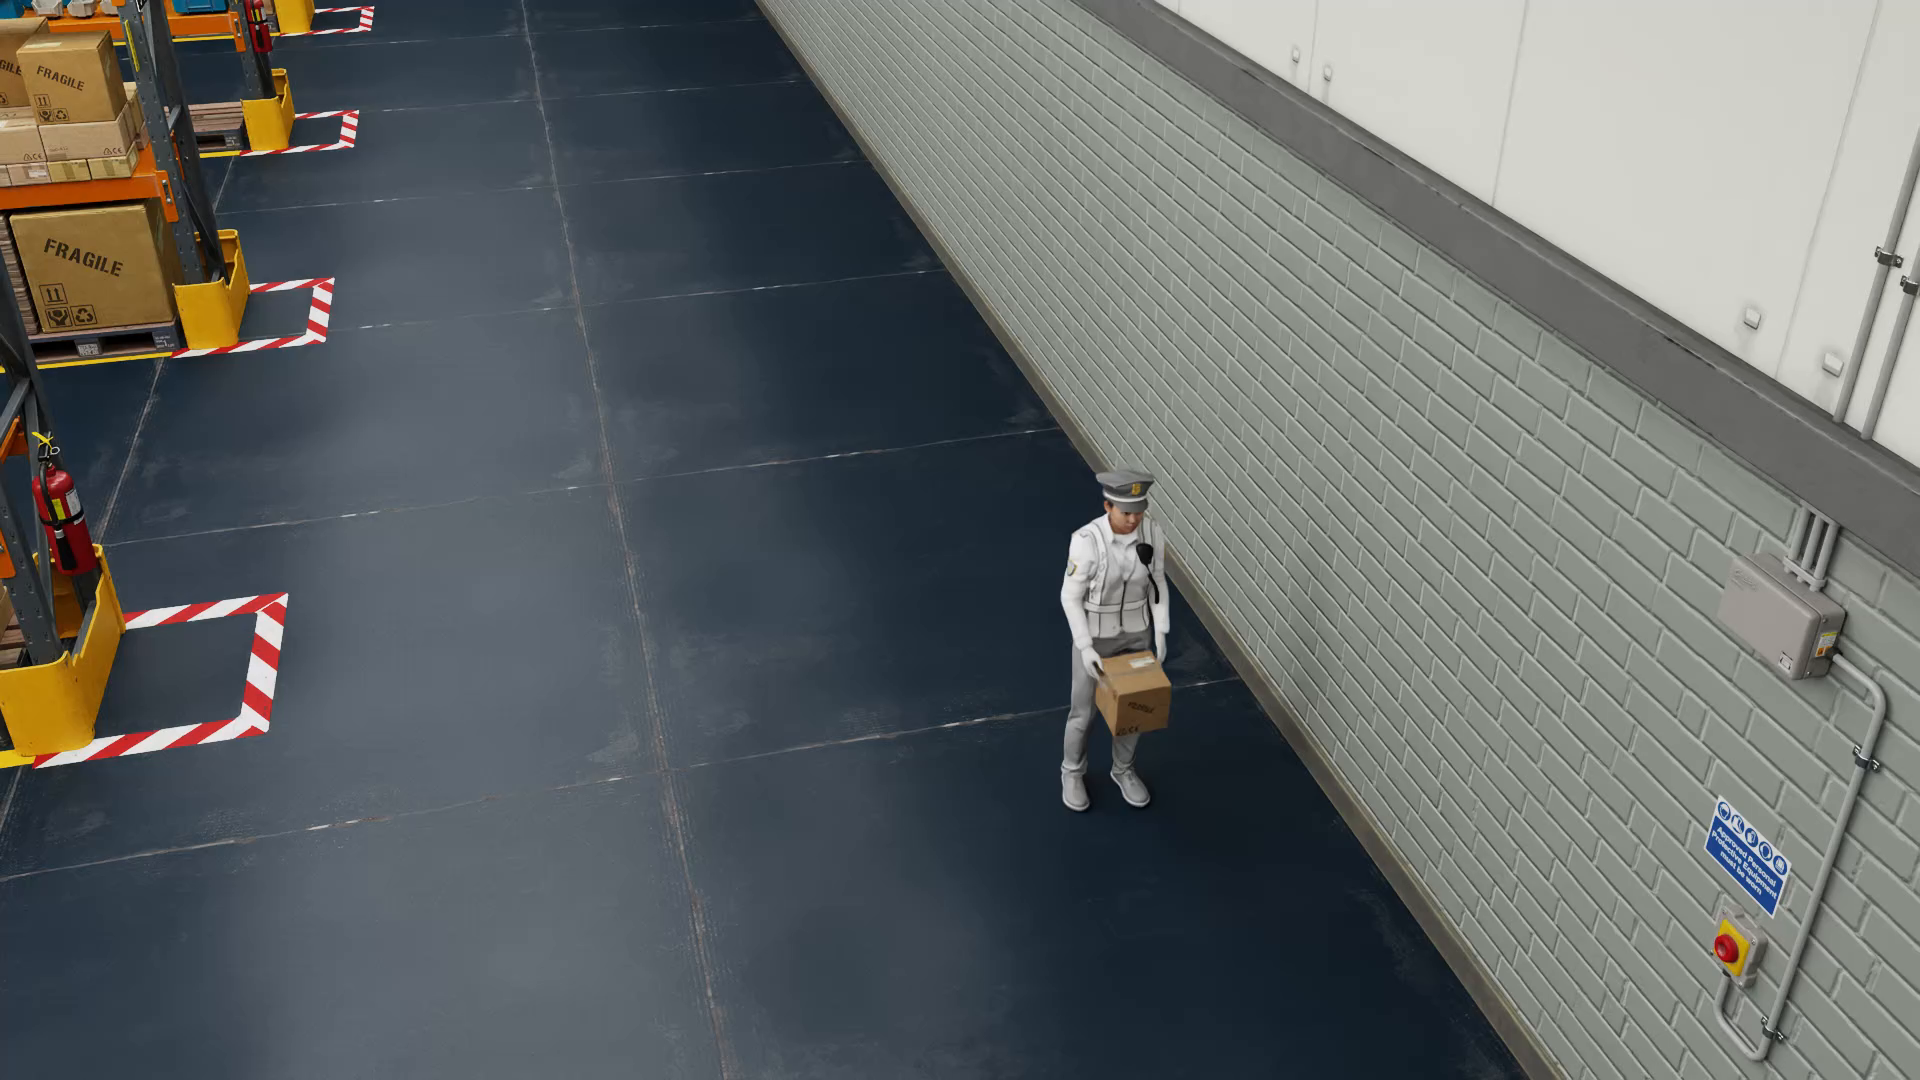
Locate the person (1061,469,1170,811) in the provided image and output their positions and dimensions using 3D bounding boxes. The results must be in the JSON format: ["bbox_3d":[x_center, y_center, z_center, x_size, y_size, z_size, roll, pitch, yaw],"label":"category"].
[{"bbox_3d":[0.701,0.443,7.460,0.502,1.680,0.410,-9,32,-14],"label":"person"}]
